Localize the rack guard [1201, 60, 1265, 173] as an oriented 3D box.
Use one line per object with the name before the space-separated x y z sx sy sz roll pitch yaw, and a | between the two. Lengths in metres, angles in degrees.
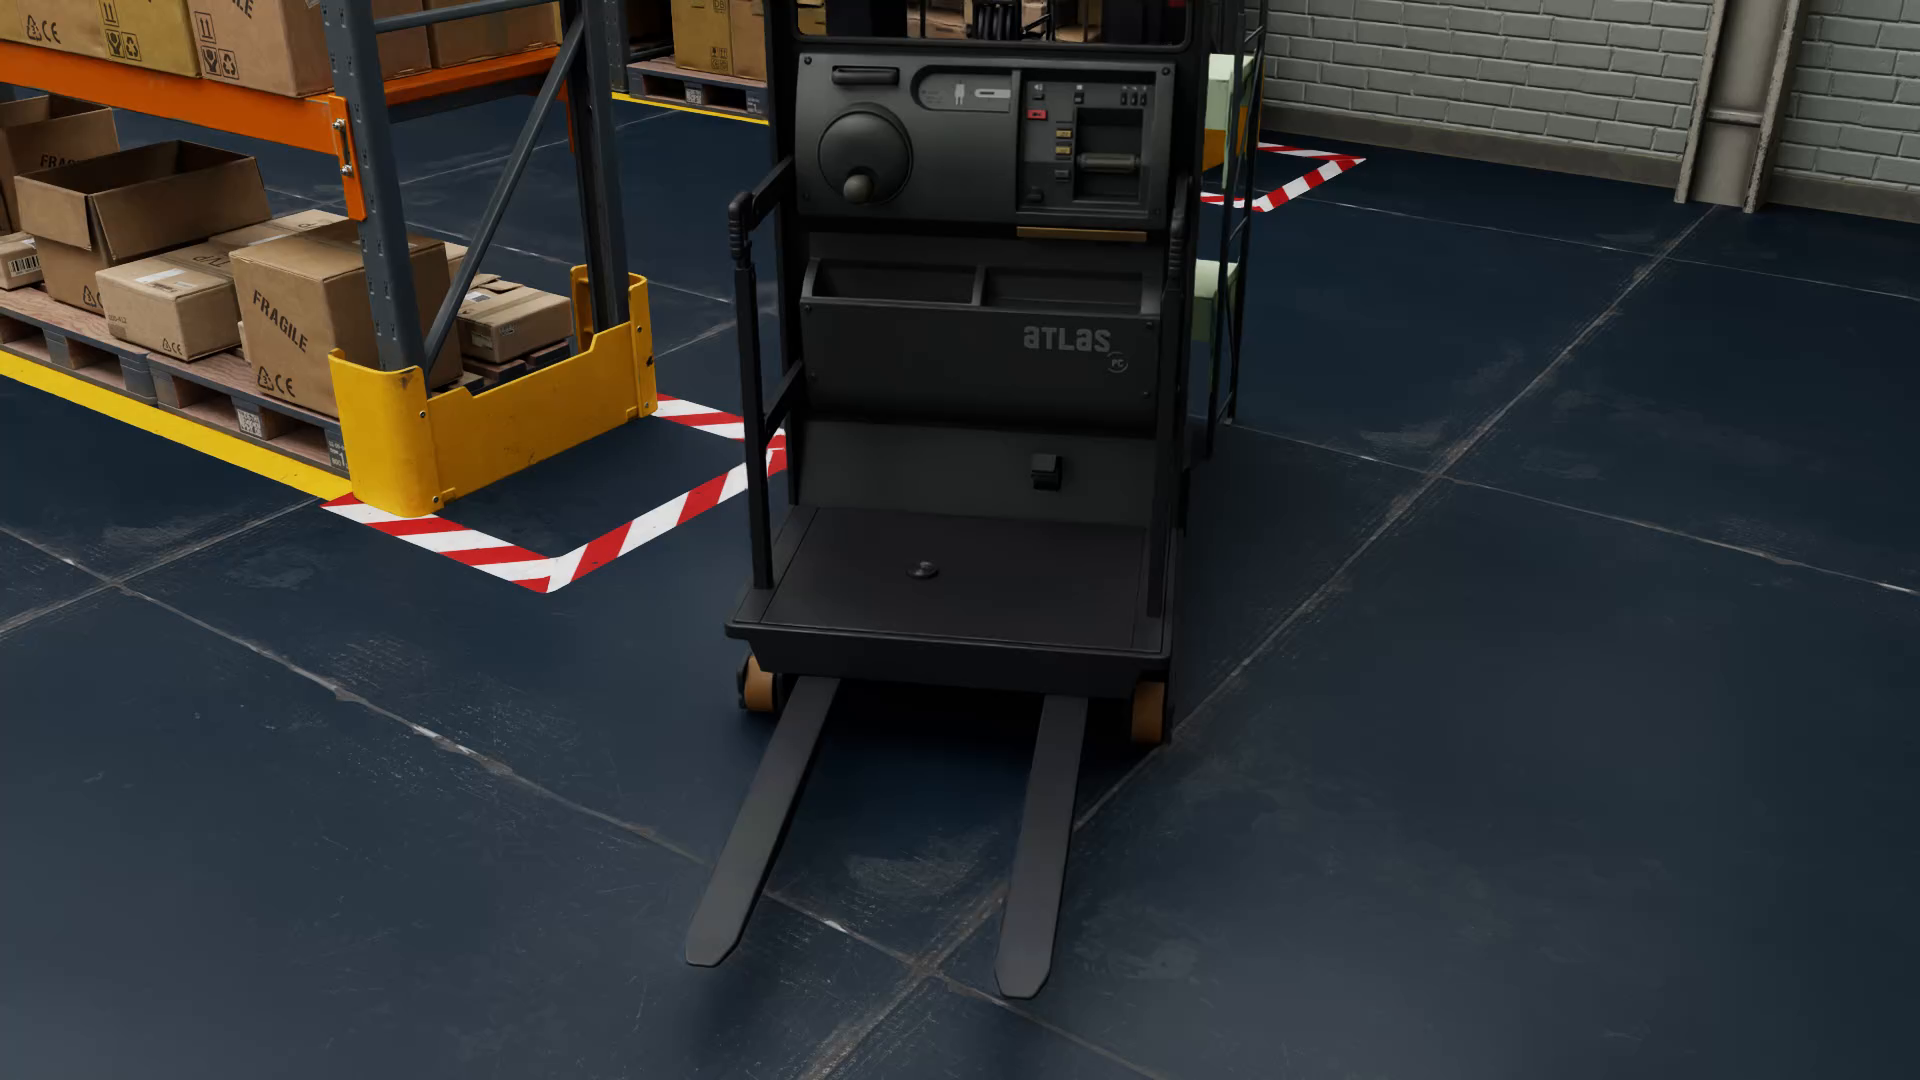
rack guard | 1.308 -2.372 9.360 0.348 0.500 1.175 17 32 30

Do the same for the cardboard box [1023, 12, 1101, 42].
cardboard box | 0.655 -2.708 9.557 0.500 0.500 0.700 17 32 30

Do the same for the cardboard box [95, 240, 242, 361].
cardboard box | -2.867 -0.913 6.283 0.500 0.250 0.500 17 32 30

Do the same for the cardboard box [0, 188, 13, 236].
cardboard box | -4.587 -1.476 7.322 0.500 0.311 0.500 17 32 30

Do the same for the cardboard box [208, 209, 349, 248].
cardboard box | -2.625 -1.112 6.675 0.500 0.250 0.500 17 32 30

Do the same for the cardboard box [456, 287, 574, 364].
cardboard box | -1.664 -0.801 6.175 0.250 0.149 0.380 17 32 30

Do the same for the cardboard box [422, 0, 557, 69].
cardboard box | -1.730 -1.896 5.559 0.500 0.500 0.500 18 32 31

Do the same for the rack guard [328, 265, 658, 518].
rack guard | -1.576 -0.545 5.769 0.348 0.500 1.175 17 32 30

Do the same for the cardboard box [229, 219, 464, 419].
cardboard box | -2.101 -0.769 5.725 0.500 0.500 0.500 17 32 30

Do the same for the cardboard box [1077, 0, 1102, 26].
cardboard box | 0.871 -3.040 9.493 0.250 0.149 0.380 18 32 31

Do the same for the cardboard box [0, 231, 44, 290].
cardboard box | -3.868 -1.193 6.925 0.250 0.166 0.380 17 32 30

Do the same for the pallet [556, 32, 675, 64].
pallet | -2.687 -3.447 11.790 1.213 0.211 1.003 17 32 30

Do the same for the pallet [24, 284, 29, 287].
pallet | -4.245 -1.247 7.468 1.213 0.211 1.003 17 32 30

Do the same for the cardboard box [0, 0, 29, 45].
cardboard box | -3.289 -2.089 5.937 0.500 0.500 0.500 17 31 30

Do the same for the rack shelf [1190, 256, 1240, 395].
rack shelf | 0.593 -0.805 5.897 0.720 0.370 0.431 10 28 18

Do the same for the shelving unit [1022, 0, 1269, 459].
shelving unit | 0.593 -1.096 5.749 0.755 1.500 0.431 10 28 18

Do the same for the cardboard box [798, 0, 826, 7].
cardboard box | -0.841 -3.361 10.125 0.250 0.149 0.380 16 31 29

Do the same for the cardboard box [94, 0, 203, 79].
cardboard box | -2.466 -1.829 5.427 0.500 0.500 0.500 18 32 31

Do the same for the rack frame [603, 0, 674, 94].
rack frame | -2.009 -4.519 10.823 0.127 3.000 1.000 17 32 30

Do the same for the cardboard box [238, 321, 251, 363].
cardboard box | -2.384 -0.758 6.071 0.250 0.166 0.380 17 32 30

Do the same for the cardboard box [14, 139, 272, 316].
cardboard box | -3.259 -1.269 6.705 0.637 0.503 0.797 17 32 30

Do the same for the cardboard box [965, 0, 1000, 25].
cardboard box | 0.235 -3.027 9.469 0.250 0.149 0.380 18 32 32

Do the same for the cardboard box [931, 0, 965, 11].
cardboard box | 0.037 -3.299 10.003 0.250 0.149 0.380 18 32 31

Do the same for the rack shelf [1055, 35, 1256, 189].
rack shelf | 0.593 -1.443 5.572 0.720 0.370 0.431 10 28 18

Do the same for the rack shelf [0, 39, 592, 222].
rack shelf | -3.162 -1.832 6.336 4.000 0.370 1.077 17 32 30

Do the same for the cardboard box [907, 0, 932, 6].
cardboard box | -0.175 -3.364 10.132 0.250 0.149 0.380 18 32 31

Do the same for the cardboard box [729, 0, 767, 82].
cardboard box | -1.038 -3.232 10.587 0.500 0.500 0.700 17 32 30

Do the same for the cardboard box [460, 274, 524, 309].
cardboard box | -1.870 -0.873 6.297 0.250 0.166 0.380 17 32 30

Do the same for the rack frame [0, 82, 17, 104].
rack frame | -4.810 -2.667 7.182 0.127 3.000 1.000 17 32 30

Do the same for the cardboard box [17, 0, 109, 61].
cardboard box | -2.874 -1.959 5.682 0.500 0.500 0.500 18 32 31

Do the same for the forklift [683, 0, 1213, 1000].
forklift | 0.027 -0.958 3.900 1.130 2.935 3.031 4 27 7

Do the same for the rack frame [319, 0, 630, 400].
rack frame | -1.513 -1.639 5.164 0.127 3.000 1.000 17 32 30

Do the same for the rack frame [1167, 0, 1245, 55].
rack frame | 1.288 -3.492 8.805 0.127 3.000 1.000 17 32 30

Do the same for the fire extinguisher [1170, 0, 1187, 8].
fire extinguisher | 1.151 -3.080 8.492 0.183 0.674 0.296 17 32 30

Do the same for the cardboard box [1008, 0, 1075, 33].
cardboard box | 0.446 -2.962 9.340 0.250 0.149 0.380 17 31 30

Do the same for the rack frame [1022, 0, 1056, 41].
rack frame | 0.250 -1.153 5.862 0.023 1.500 0.400 10 28 18

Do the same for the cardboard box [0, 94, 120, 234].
cardboard box | -4.180 -1.708 7.571 0.500 0.500 0.500 17 32 30

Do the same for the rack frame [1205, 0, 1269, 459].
rack frame | 0.936 -1.038 5.636 0.023 1.500 0.400 10 28 18

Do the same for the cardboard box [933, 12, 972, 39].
cardboard box | 0.242 -2.836 9.809 0.500 0.500 0.700 17 32 30

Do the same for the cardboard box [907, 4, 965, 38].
cardboard box | -0.173 -2.965 10.062 0.500 0.500 0.700 16 31 29

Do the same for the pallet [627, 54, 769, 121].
pallet | -1.426 -3.052 11.015 1.213 0.211 1.003 17 32 30

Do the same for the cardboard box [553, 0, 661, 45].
cardboard box | -2.618 -3.867 11.448 0.750 0.750 0.750 18 32 31

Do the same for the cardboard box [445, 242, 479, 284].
cardboard box | -2.213 -0.984 6.423 0.500 0.250 0.500 17 32 30

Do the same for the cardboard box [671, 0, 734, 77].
cardboard box | -1.450 -3.362 10.842 0.500 0.500 0.700 18 32 31

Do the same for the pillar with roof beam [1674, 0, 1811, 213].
pillar with roof beam | 1.566 -4.187 3.555 0.400 9.000 9.100 17 32 30

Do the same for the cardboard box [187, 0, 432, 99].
cardboard box | -2.036 -1.697 5.167 0.500 0.500 0.500 18 32 32

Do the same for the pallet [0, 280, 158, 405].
pallet | -3.235 -0.934 6.853 1.213 0.211 1.003 17 32 30

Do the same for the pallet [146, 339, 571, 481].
pallet | -2.233 -0.620 6.237 1.213 0.211 1.003 17 32 30

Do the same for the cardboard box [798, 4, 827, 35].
cardboard box | -0.616 -3.099 10.326 0.500 0.500 0.700 18 32 31
